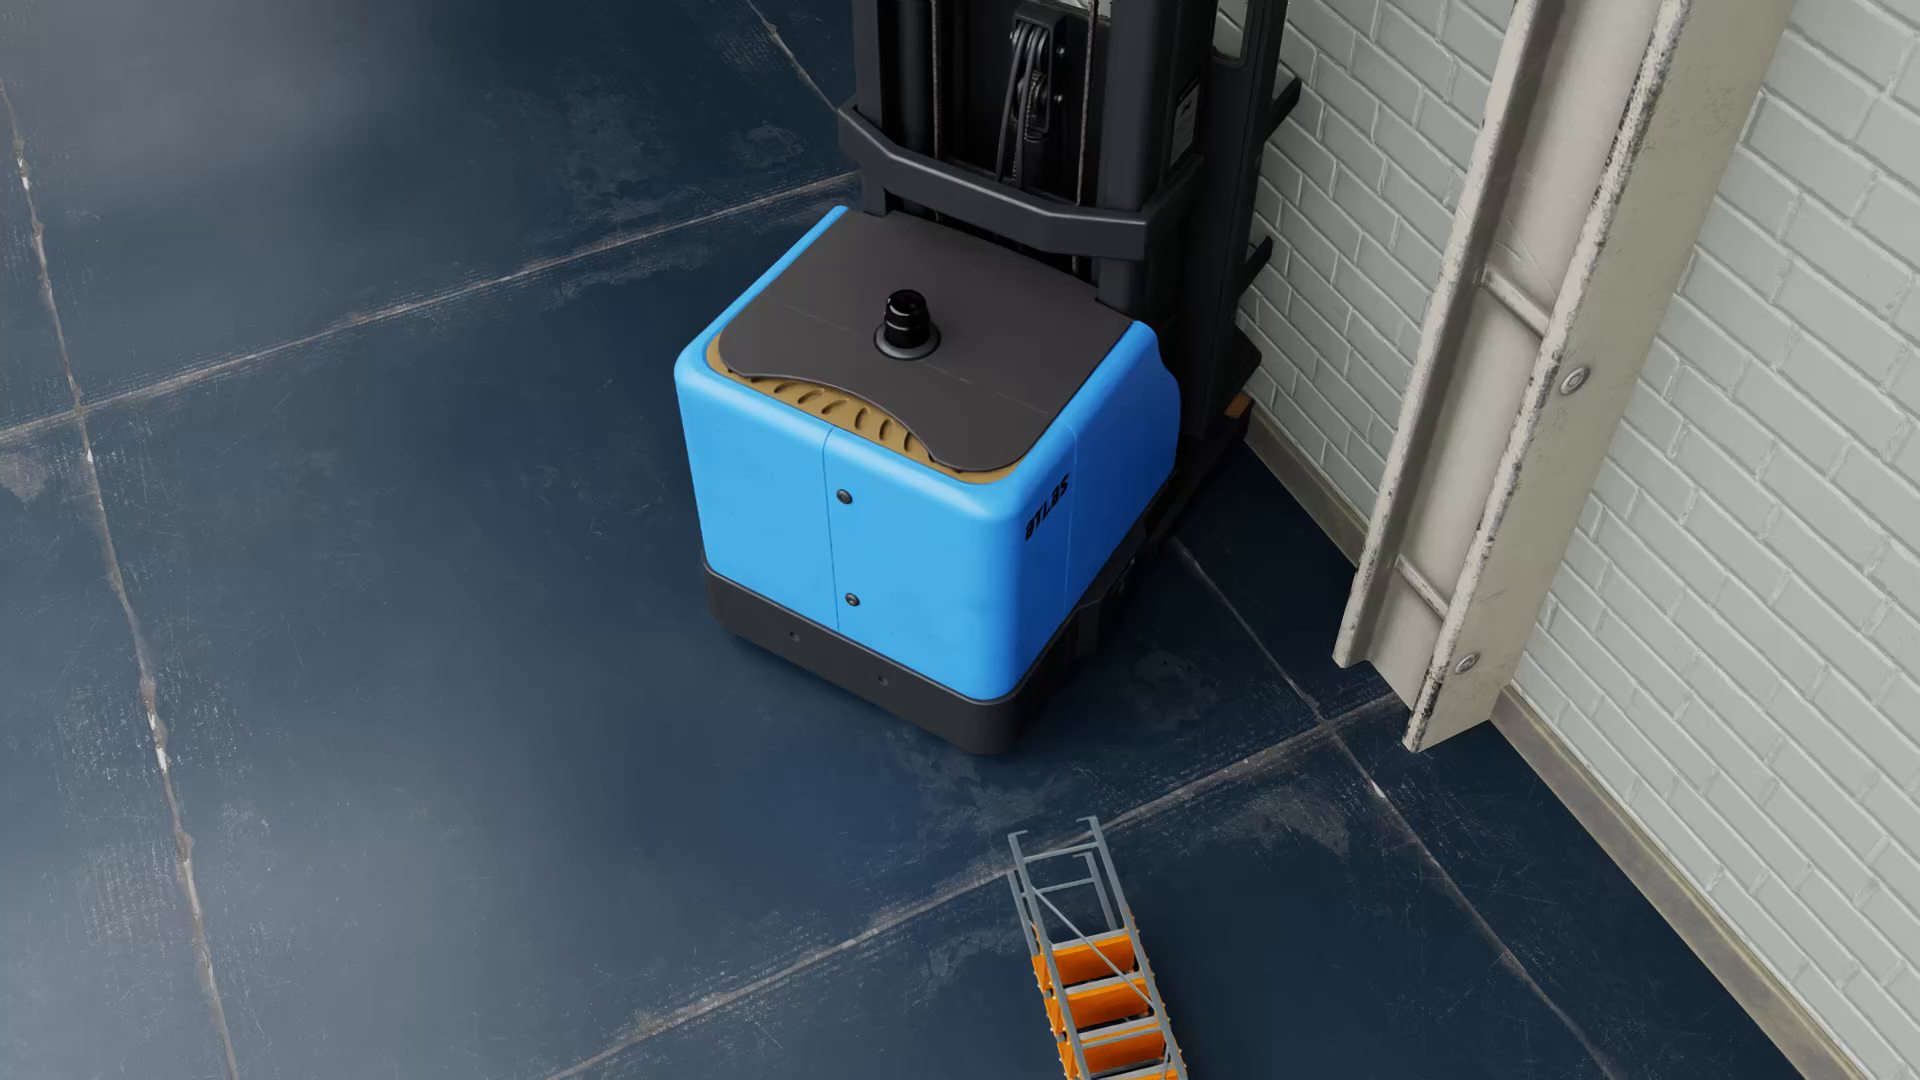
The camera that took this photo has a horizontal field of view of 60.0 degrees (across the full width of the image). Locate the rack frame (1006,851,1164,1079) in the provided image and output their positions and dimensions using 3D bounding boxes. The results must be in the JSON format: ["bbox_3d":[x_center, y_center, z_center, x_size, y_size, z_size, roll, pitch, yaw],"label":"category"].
[{"bbox_3d":[0.384,1.304,4.102,0.240,0.006,1.200,-11,50,-9],"label":"rack frame"}]

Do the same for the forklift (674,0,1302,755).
[{"bbox_3d":[0.446,-1.468,4.587,1.130,2.935,3.031,25,53,20],"label":"forklift"}]

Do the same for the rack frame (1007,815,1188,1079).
[{"bbox_3d":[0.384,1.184,3.965,0.240,0.006,1.200,-11,50,-9],"label":"rack frame"}]

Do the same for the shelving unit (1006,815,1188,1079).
[{"bbox_3d":[0.384,1.244,4.034,0.258,0.189,1.200,-11,50,-9],"label":"shelving unit"}]

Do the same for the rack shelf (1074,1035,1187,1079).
[{"bbox_3d":[0.402,1.299,3.985,0.258,0.180,0.103,-11,50,-9],"label":"rack shelf"}]

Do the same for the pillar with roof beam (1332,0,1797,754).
[{"bbox_3d":[-2.497,-1.057,0.196,9.100,9.000,0.400,-21,52,-18],"label":"pillar with roof beam"}]

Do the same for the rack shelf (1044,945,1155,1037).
[{"bbox_3d":[0.345,1.124,4.139,0.258,0.180,0.103,-11,50,-9],"label":"rack shelf"}]

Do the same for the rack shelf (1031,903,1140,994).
[{"bbox_3d":[0.316,1.036,4.215,0.258,0.180,0.103,-11,50,-9],"label":"rack shelf"}]

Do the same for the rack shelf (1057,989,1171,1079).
[{"bbox_3d":[0.373,1.211,4.062,0.258,0.180,0.103,-11,50,-9],"label":"rack shelf"}]
